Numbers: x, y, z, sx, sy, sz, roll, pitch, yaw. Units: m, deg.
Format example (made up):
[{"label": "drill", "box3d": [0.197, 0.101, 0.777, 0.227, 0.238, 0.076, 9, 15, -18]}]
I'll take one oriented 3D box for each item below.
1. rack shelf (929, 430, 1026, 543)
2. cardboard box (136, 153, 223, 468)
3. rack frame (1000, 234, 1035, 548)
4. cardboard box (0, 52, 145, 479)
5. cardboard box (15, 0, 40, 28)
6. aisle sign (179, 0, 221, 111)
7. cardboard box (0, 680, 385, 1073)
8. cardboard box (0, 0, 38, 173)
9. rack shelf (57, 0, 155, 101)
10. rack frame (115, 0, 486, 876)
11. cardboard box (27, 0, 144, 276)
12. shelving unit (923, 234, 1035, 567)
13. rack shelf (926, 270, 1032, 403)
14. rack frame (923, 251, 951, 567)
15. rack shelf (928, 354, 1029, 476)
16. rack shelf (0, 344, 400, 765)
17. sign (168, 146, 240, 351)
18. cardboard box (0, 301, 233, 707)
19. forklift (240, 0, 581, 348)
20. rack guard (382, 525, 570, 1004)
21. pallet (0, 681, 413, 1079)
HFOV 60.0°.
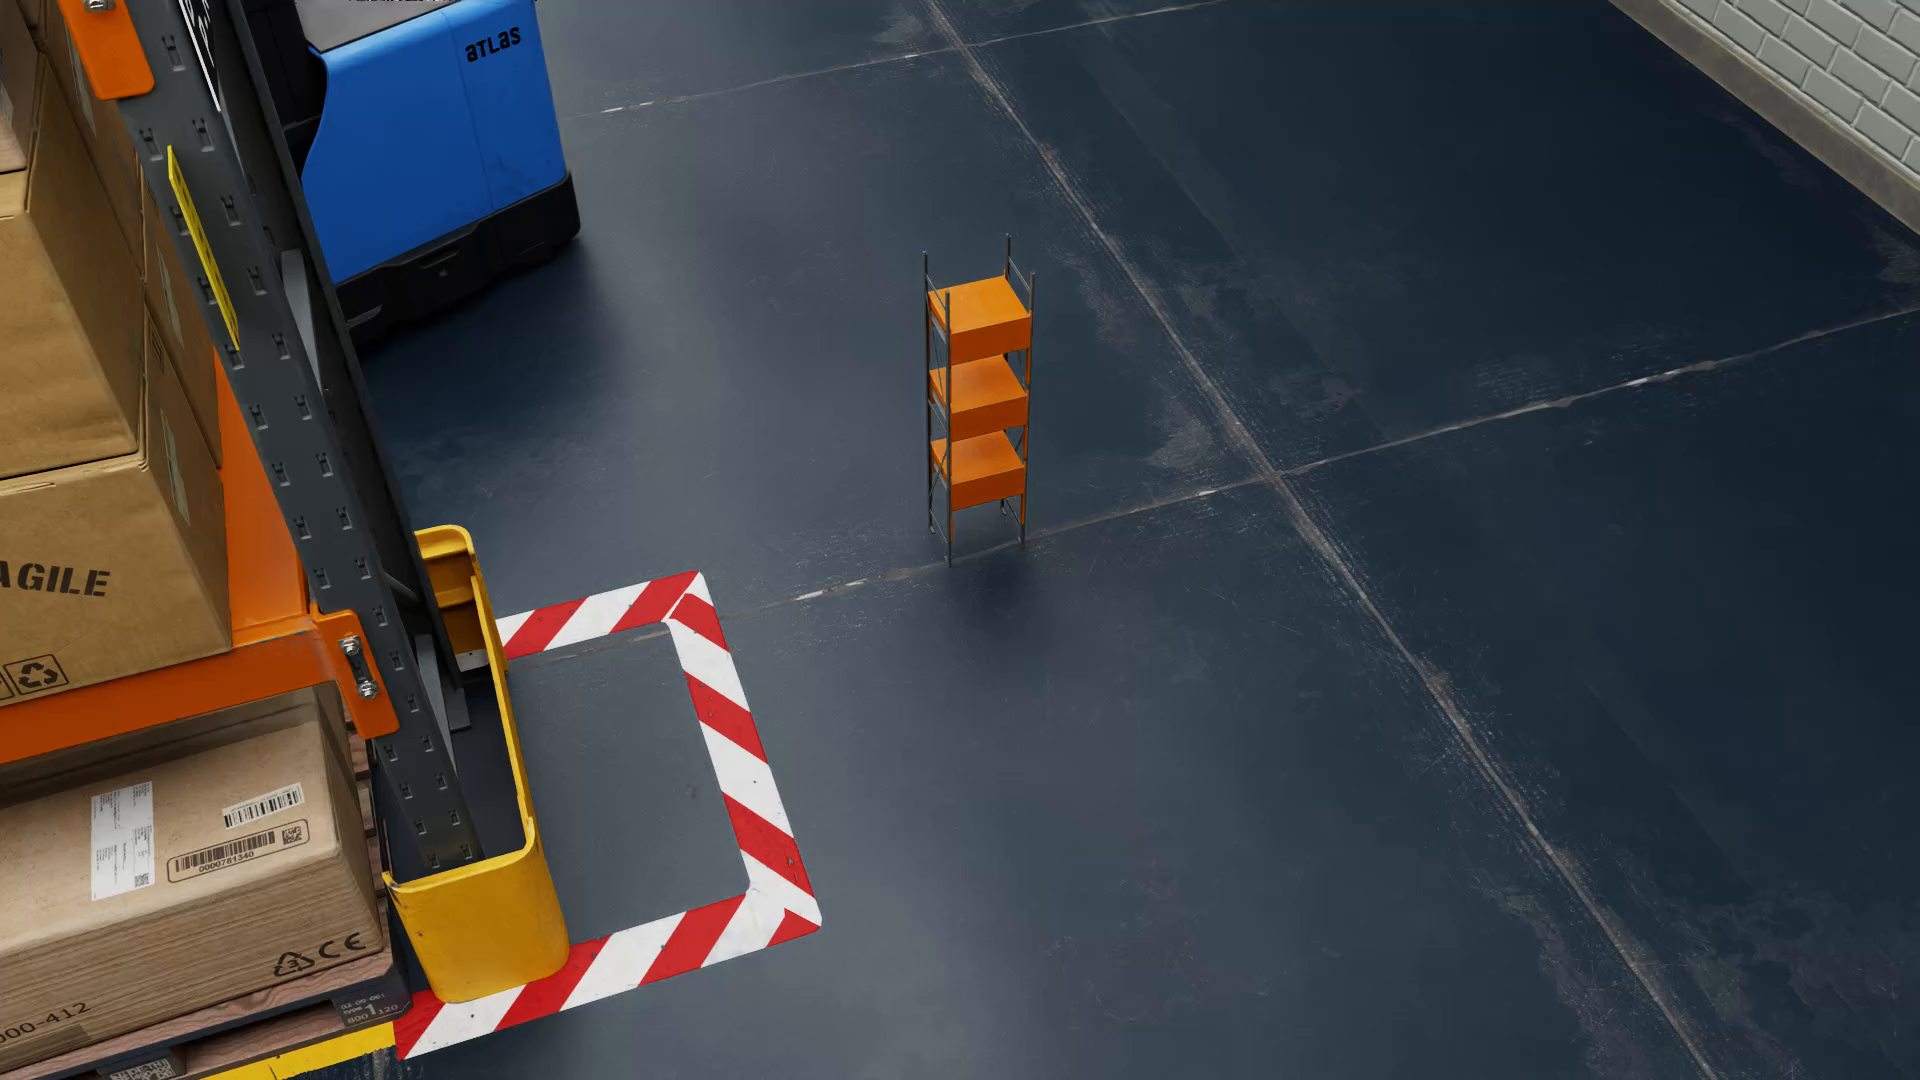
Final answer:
[{"label": "rack shelf", "box3d": [0.050, -0.180, 5.095, 0.240, 0.259, 0.215, -14, 47, -14]}, {"label": "cardboard box", "box3d": [-1.900, -0.436, 3.496, 0.500, 0.500, 0.500, -15, 47, -14]}, {"label": "rack frame", "box3d": [0.165, -0.413, 4.920, 0.008, 1.050, 0.200, -14, 47, -14]}, {"label": "cardboard box", "box3d": [-1.723, -0.438, 2.792, 0.500, 0.500, 0.500, -13, 47, -13]}, {"label": "cardboard box", "box3d": [-1.779, -1.041, 2.935, 0.250, 0.149, 0.380, -13, 47, -13]}, {"label": "aisle sign", "box3d": [-1.178, -1.053, 2.346, 0.004, 0.787, 0.394, -14, 47, -14]}, {"label": "cardboard box", "box3d": [-1.938, 0.657, 3.990, 0.875, 0.438, 0.875, -16, 47, -15]}, {"label": "cardboard box", "box3d": [-1.620, -0.722, 2.617, 0.250, 0.149, 0.380, -14, 47, -13]}, {"label": "rack shelf", "box3d": [-3.232, -0.648, 2.169, 4.000, 0.370, 1.077, -14, 47, -14]}, {"label": "rack frame", "box3d": [-1.351, -0.324, 3.456, 0.127, 3.000, 1.000, -14, 47, -14]}, {"label": "cardboard box", "box3d": [-1.899, -0.787, 3.140, 0.500, 0.500, 0.500, -15, 47, -15]}, {"label": "shelving unit", "box3d": [0.050, -0.383, 4.891, 0.252, 1.050, 0.215, -14, 47, -14]}, {"label": "rack shelf", "box3d": [0.050, -0.576, 4.697, 0.240, 0.259, 0.215, -14, 47, -14]}, {"label": "rack frame", "box3d": [-0.064, -0.354, 4.862, 0.008, 1.050, 0.200, -14, 47, -14]}, {"label": "rack shelf", "box3d": [0.050, -0.376, 4.898, 0.240, 0.259, 0.215, -14, 47, -14]}, {"label": "rack shelf", "box3d": [-3.232, 0.411, 3.231, 4.000, 0.370, 1.077, -14, 47, -14]}, {"label": "sign", "box3d": [-1.180, -0.452, 2.598, 0.005, 0.325, 0.100, -14, 47, -14]}, {"label": "cardboard box", "box3d": [-1.715, -0.067, 3.129, 0.500, 0.500, 0.500, -14, 47, -14]}, {"label": "forklift", "box3d": [-2.860, -1.700, 4.875, 3.031, 2.935, 1.130, -34, 54, -29]}, {"label": "rack guard", "box3d": [-1.328, 0.552, 4.347, 0.348, 0.500, 1.175, -14, 47, -14]}, {"label": "pallet", "box3d": [-2.076, 0.904, 4.200, 1.213, 0.211, 1.003, -14, 47, -14]}]
